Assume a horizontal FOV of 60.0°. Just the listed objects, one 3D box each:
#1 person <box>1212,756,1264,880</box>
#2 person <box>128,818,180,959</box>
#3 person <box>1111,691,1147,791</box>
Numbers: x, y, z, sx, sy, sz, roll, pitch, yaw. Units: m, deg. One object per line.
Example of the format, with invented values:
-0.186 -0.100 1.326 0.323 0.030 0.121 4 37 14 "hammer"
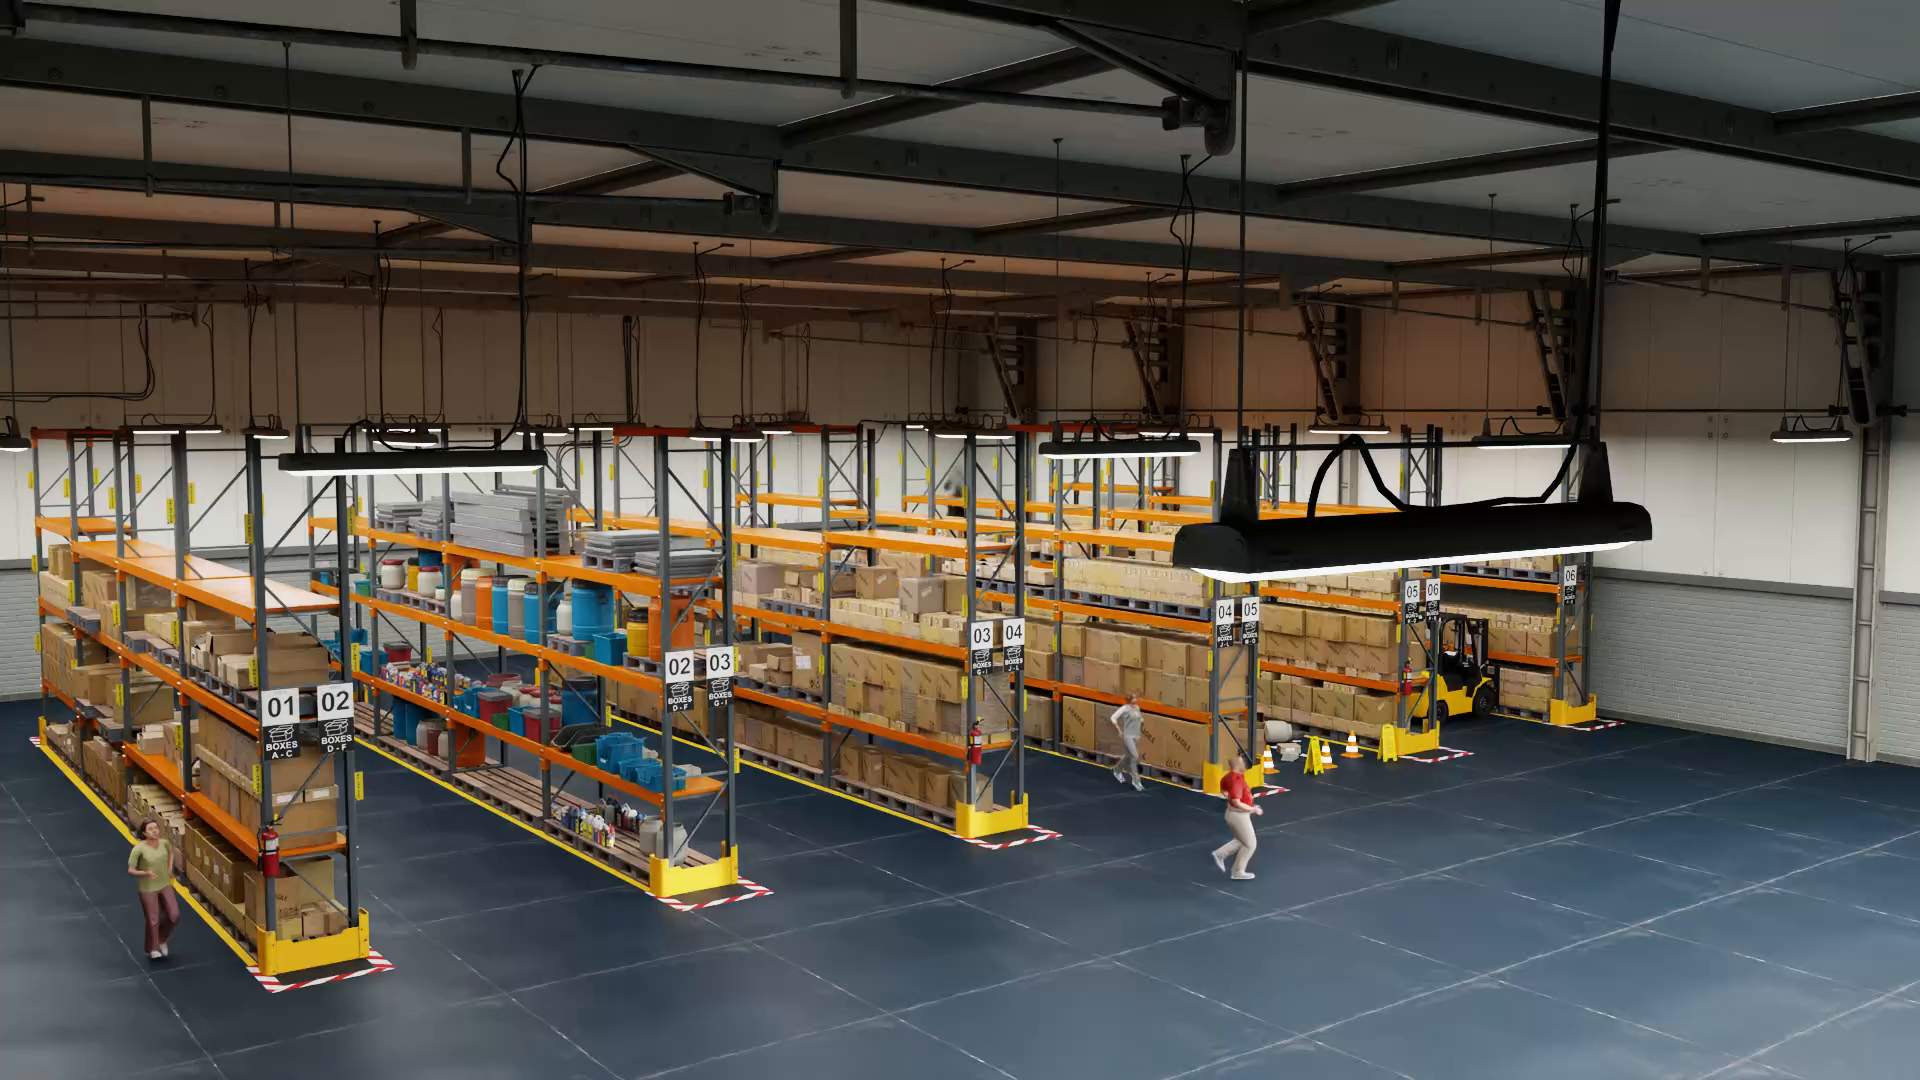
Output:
3.734 3.733 22.387 0.626 1.674 0.660 0 4 -5 "person"
-9.199 4.128 19.062 0.556 1.374 0.567 4 6 42 "person"
2.838 3.332 27.845 0.755 1.634 0.518 4 6 43 "person"
